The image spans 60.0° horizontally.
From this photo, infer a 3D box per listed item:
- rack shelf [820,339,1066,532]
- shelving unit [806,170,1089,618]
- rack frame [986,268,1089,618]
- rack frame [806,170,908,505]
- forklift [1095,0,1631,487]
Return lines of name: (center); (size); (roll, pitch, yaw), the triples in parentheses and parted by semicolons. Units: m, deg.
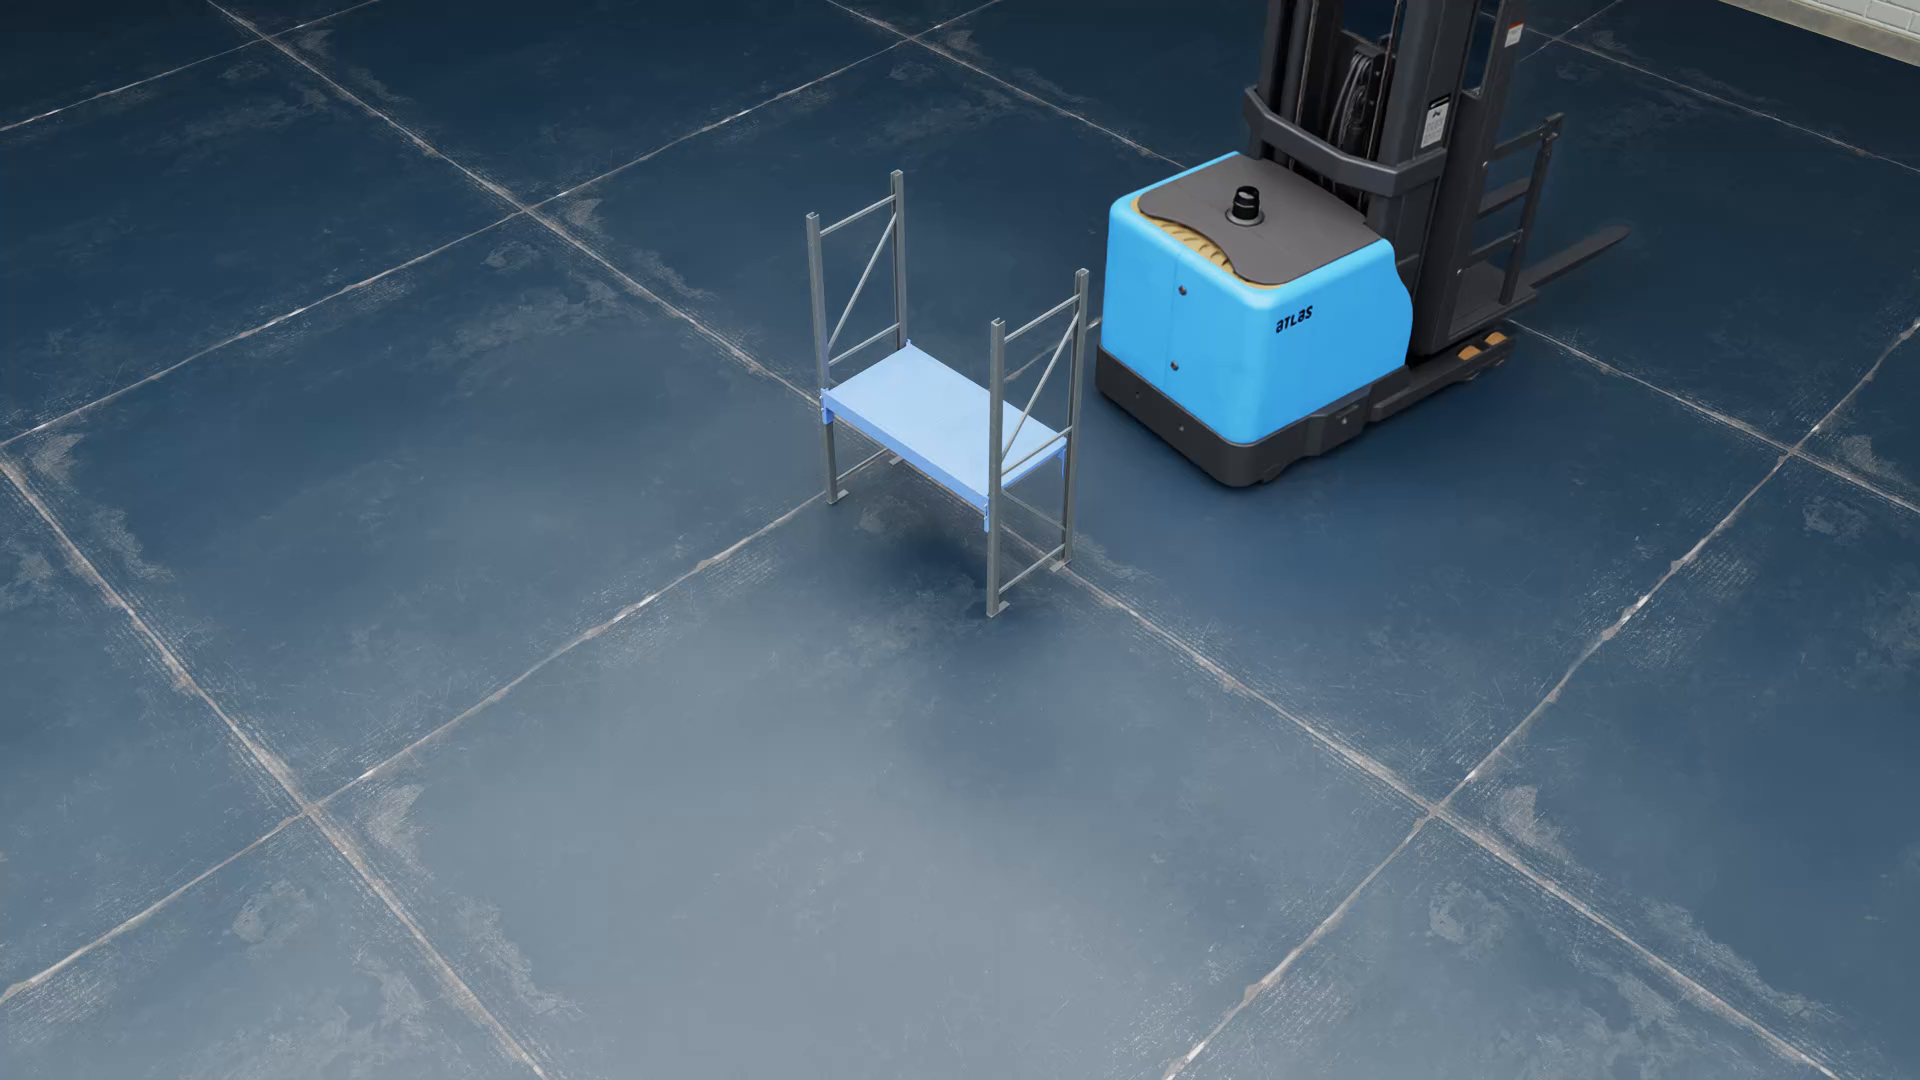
rack shelf: (-0.060, -0.460, 7.025); (0.538, 0.185, 1.000); (-34, 53, -31)
shelving unit: (-0.060, -0.592, 6.903); (0.538, 1.500, 1.048); (-34, 53, -31)
rack frame: (0.299, -0.348, 6.638); (0.500, 1.500, 0.032); (-34, 53, -31)
rack frame: (-0.419, -0.836, 7.167); (0.500, 1.500, 0.032); (-34, 53, -31)
forklift: (2.144, -2.130, 7.513); (3.031, 2.935, 1.130); (-27, 49, -26)
